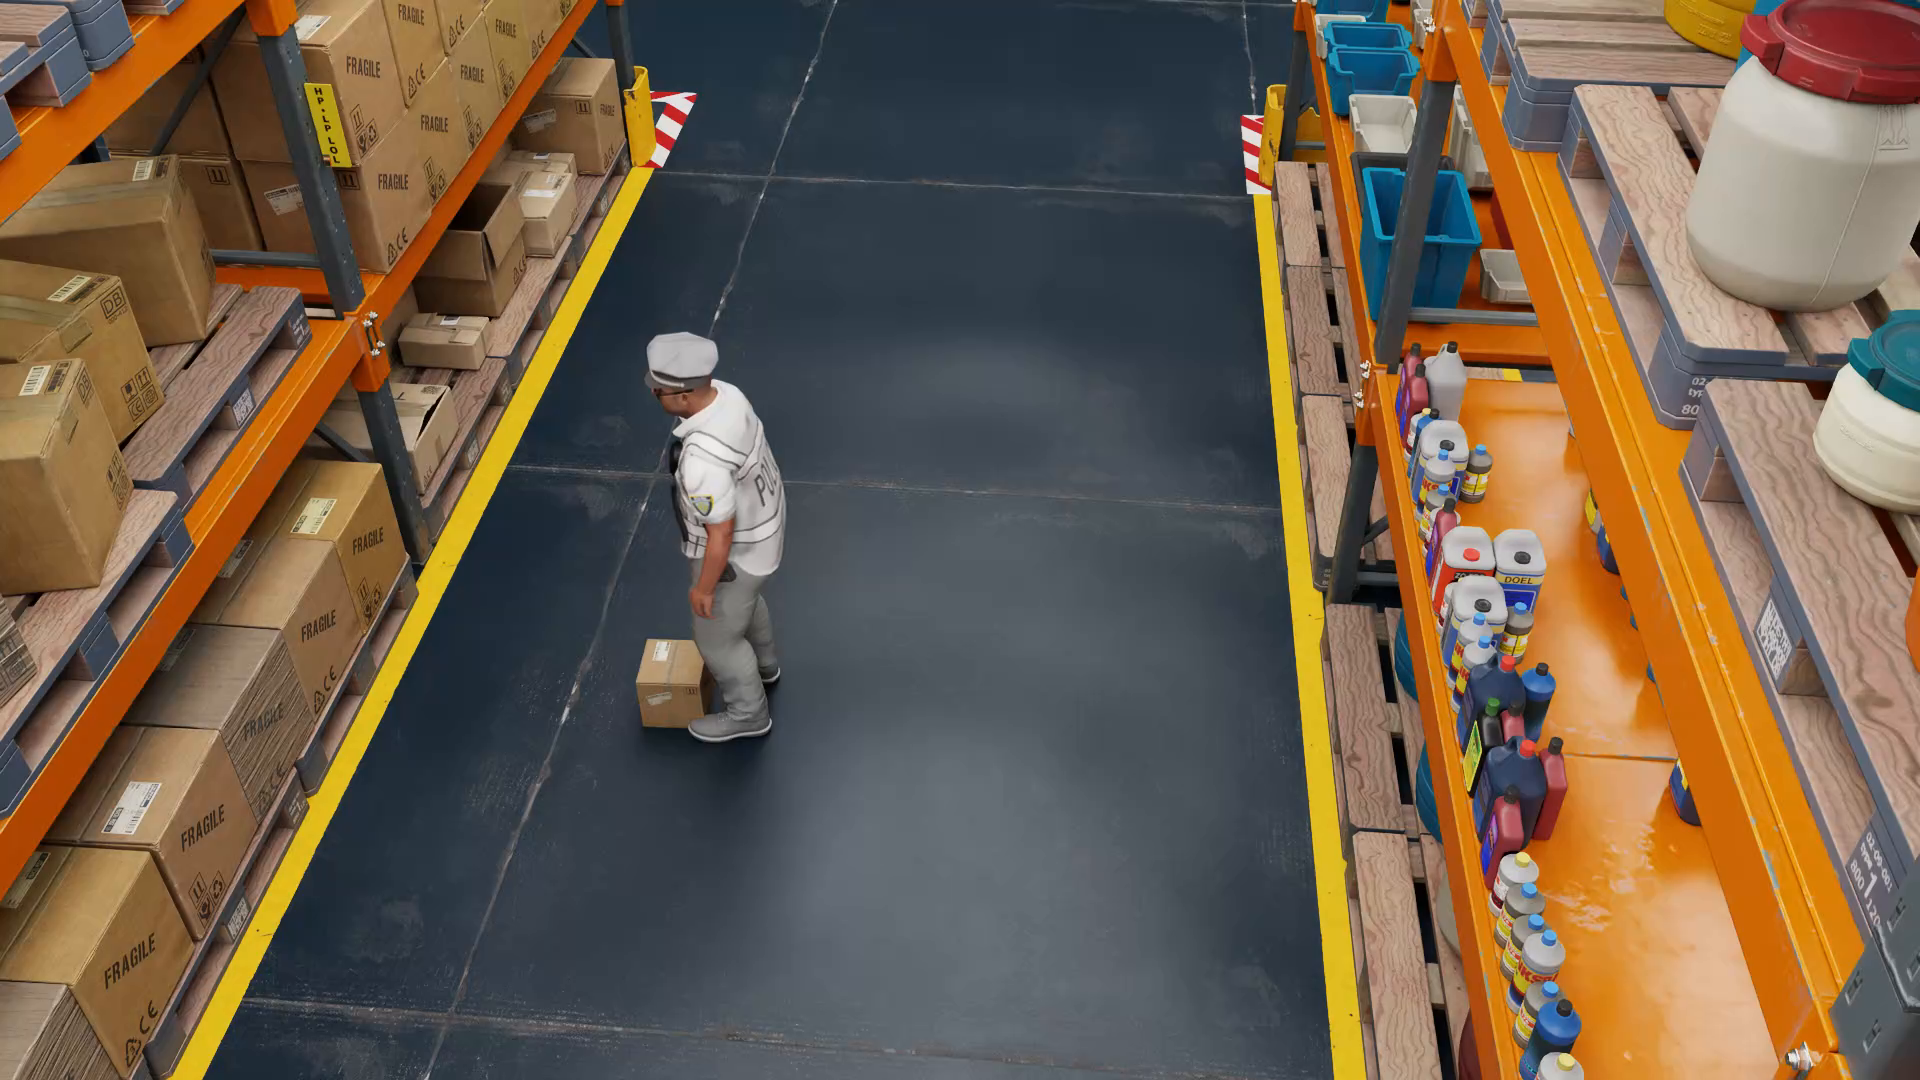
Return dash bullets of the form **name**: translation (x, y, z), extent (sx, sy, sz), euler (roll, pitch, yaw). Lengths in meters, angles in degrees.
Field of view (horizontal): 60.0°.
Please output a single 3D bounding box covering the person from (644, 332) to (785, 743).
- **person**: translation (-0.857, 0.007, 6.139), extent (0.429, 1.751, 0.606), euler (1, 40, 2)
